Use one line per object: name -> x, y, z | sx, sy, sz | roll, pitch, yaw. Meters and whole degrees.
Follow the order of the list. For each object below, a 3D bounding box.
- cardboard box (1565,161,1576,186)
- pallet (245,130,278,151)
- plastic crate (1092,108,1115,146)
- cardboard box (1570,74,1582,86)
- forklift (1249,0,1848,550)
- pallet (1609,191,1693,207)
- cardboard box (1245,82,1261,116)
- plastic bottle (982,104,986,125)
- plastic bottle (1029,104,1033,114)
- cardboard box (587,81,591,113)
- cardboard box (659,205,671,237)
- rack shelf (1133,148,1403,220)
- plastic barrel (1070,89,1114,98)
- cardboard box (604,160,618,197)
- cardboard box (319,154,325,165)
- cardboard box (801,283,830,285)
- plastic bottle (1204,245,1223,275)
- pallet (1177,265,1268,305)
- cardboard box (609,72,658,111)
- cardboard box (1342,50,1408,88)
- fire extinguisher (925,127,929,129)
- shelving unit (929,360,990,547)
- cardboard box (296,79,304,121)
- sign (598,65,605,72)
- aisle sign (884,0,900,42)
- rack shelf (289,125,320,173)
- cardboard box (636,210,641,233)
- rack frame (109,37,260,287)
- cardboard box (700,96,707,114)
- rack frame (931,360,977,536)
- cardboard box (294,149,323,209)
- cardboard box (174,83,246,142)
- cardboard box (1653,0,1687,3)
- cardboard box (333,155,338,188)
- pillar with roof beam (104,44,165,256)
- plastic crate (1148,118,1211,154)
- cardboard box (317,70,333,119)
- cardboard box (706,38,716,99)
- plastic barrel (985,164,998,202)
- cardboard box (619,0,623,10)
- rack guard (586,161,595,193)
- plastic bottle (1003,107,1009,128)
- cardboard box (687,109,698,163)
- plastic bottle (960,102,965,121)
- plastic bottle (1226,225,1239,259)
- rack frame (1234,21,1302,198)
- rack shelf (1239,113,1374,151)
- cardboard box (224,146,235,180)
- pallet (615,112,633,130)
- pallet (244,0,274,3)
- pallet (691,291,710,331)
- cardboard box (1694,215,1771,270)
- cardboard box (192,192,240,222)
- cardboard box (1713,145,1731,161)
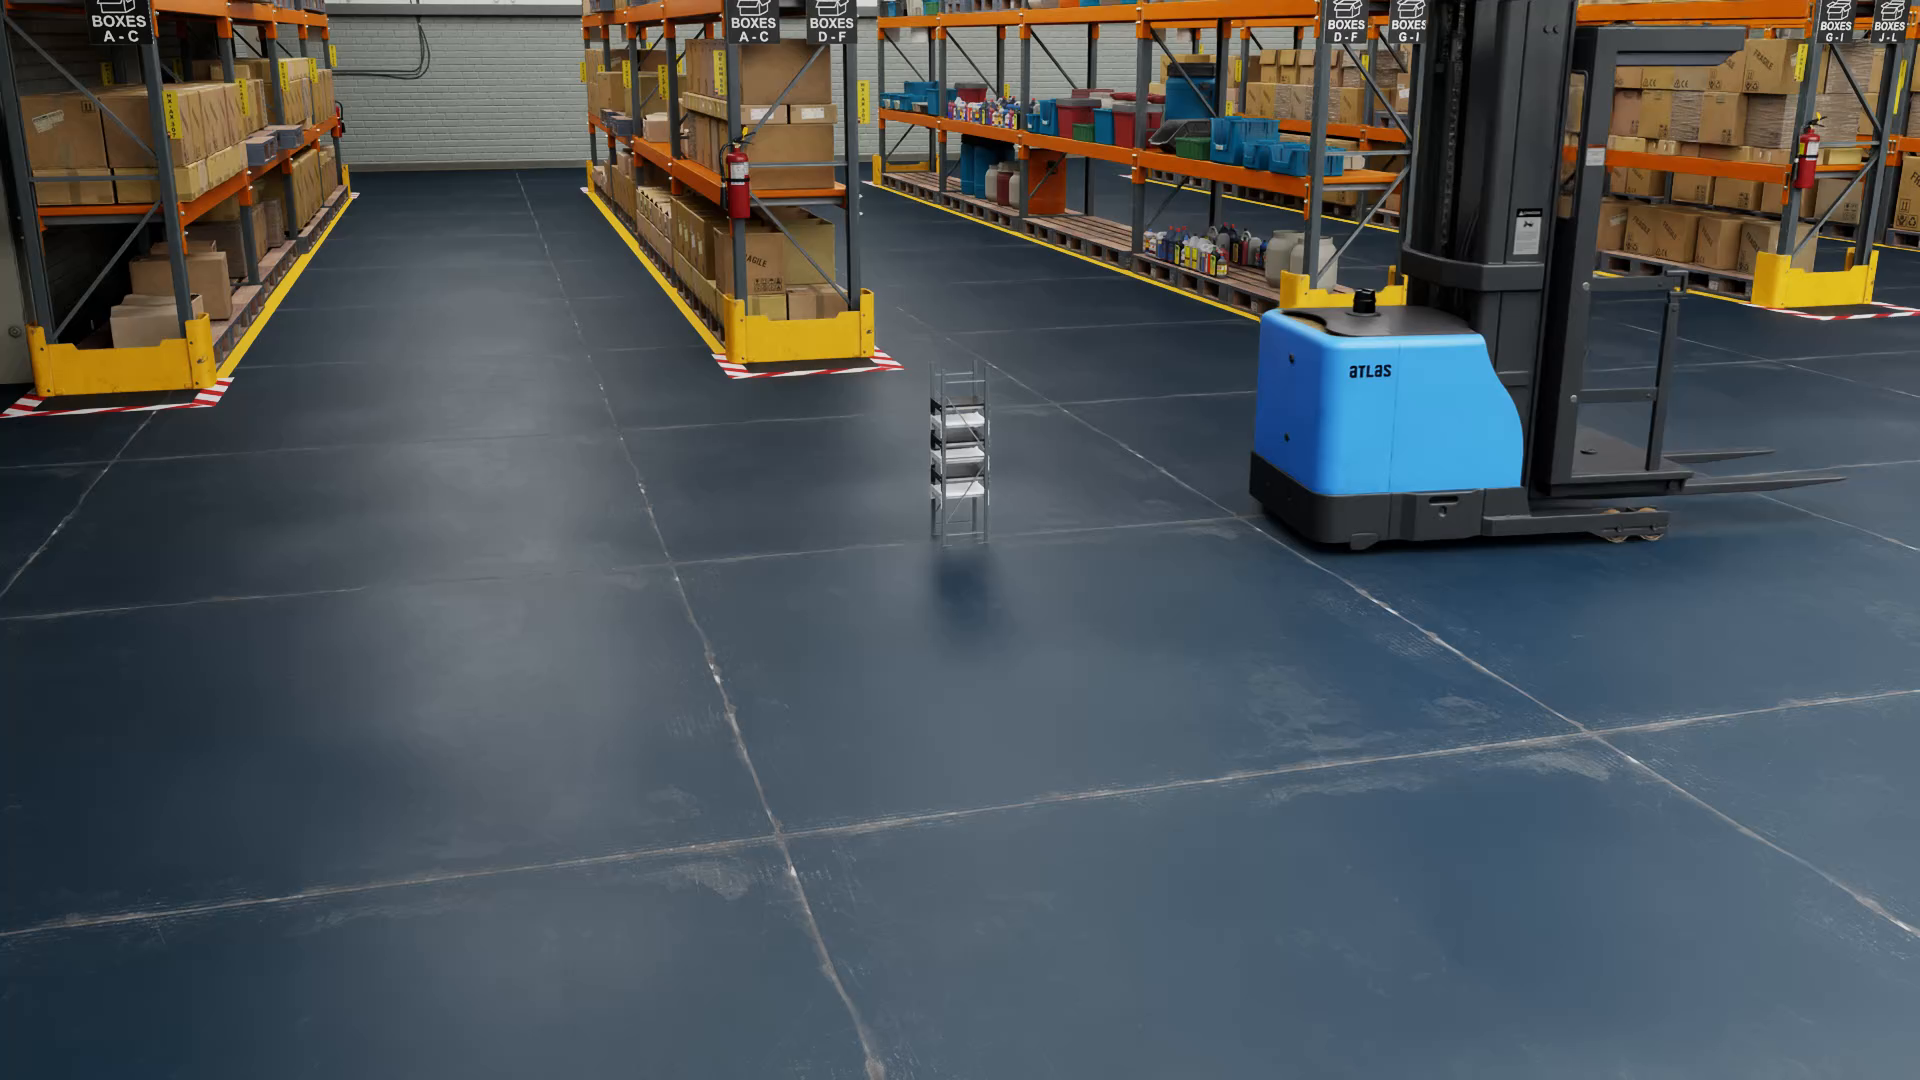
cardboard box -> 9.988, -5.873, 26.405 | 0.500, 0.500, 0.500 | -4, 17, -14
pallet -> -7.666, -4.103, 17.230 | 1.003, 0.211, 1.213 | -5, 17, -15
plastic crate -> 1.773, -4.689, 18.875 | 0.392, 0.384, 0.575 | -5, 17, -15
cardboard box -> 7.017, -5.332, 18.560 | 0.500, 0.500, 0.500 | -5, 17, -15
forklift -> 3.138, -1.537, 8.475 | 3.031, 2.935, 1.130 | -3, 17, -9
pallet -> 10.621, -5.159, 25.259 | 1.003, 0.211, 1.213 | -5, 17, -15
cardboard box -> 4.825, -6.921, 26.105 | 0.500, 0.500, 0.500 | -5, 17, -15
plastic bottle -> 0.353, -5.949, 23.245 | 0.061, 0.283, 0.133 | -5, 17, -15
plastic bottle -> 0.937, -6.023, 23.374 | 0.144, 0.351, 0.185 | -5, 17, -15
cardboard box -> -5.818, -7.249, 27.196 | 0.500, 0.500, 0.500 | -4, 17, -14
cardboard box -> -2.925, -3.411, 17.668 | 0.500, 0.311, 0.500 | -4, 17, -14
rack shelf -> 2.925, -3.518, 16.200 | 1.077, 0.370, 4.000 | -5, 17, -15
plastic barrel -> 1.695, -5.483, 21.255 | 0.600, 0.536, 0.708 | -5, 17, -15
cardboard box -> -5.017, -5.387, 24.751 | 0.500, 0.500, 0.500 | -5, 17, -15
cardboard box -> -9.375, -5.484, 23.983 | 0.380, 0.149, 0.250 | -4, 17, -13
cardboard box -> -1.364, -2.107, 14.302 | 0.500, 0.250, 0.500 | -5, 17, -15
plastic bottle -> 2.505, -2.761, 16.399 | 0.152, 0.276, 0.135 | -5, 17, -15
pallet -> 2.858, -2.553, 16.585 | 1.003, 0.211, 1.213 | -5, 17, -15
cardboard box -> -4.422, -6.153, 22.819 | 0.700, 0.500, 0.500 | -2, 17, -6
cardboard box -> 5.853, -6.646, 23.445 | 0.797, 0.503, 0.637 | -4, 17, -13
fire extinguisher -> -0.527, -7.597, 29.312 | 0.296, 0.674, 0.183 | -5, 17, -15
shelving unit -> -0.002, -0.433, 8.330 | 0.258, 0.900, 0.210 | -5, 17, -15
cardboard box -> -8.558, -5.520, 20.889 | 0.500, 0.500, 0.500 | -4, 17, -14
sign -> -5.107, -6.608, 23.731 | 0.100, 0.325, 0.005 | -5, 17, -15
aisle sign -> -1.228, -8.977, 28.603 | 0.394, 0.787, 0.004 | -5, 17, -15
rack shelf -> -8.799, -4.948, 20.960 | 1.077, 0.370, 4.000 | -5, 17, -15
cardboard box -> -3.626, -3.848, 20.097 | 0.500, 0.250, 0.500 | -5, 17, -15
rack frame -> -7.151, -3.633, 15.331 | 1.000, 3.000, 0.127 | -5, 17, -15
cardboard box -> -2.143, -3.938, 15.047 | 0.380, 0.149, 0.250 | -5, 17, -17
rack frame -> -0.030, -0.461, 8.424 | 0.240, 0.900, 0.006 | -5, 17, -15
cardboard box -> -9.045, -4.847, 22.382 | 0.750, 0.750, 0.750 | -4, 17, -15
cardboard box -> -6.723, -3.823, 14.888 | 0.500, 0.500, 0.500 | -5, 17, -15
cardboard box -> 7.444, -5.598, 16.921 | 0.500, 0.250, 0.500 | -5, 17, -16
cardboard box -> -10.160, -5.770, 26.062 | 0.700, 0.500, 0.500 | -5, 17, -15
pillar with roof beam -> -4.585, -7.525, 17.860 | 9.100, 9.000, 0.400 | -5, 17, -15
plastic crate -> 2.397, -4.231, 17.432 | 0.767, 0.338, 0.504 | -5, 17, -15
cardboard box -> -10.088, -6.755, 25.204 | 0.980, 0.700, 0.700 | -5, 17, -16
cardboard box -> -1.847, -4.156, 14.644 | 0.700, 0.500, 0.500 | -5, 17, -15
plastic barrel -> 0.573, -5.127, 23.902 | 0.421, 0.512, 0.421 | 0, 17, 0
cardboard box -> -3.780, -6.875, 20.738 | 0.910, 0.500, 0.500 | -5, 17, -15
rack guard -> -5.666, -6.126, 27.978 | 1.175, 0.500, 0.348 | -5, 17, -15
plastic bottle -> 0.623, -5.690, 22.404 | 0.097, 0.271, 0.097 | 0, 17, 0
cardboard box -> -2.261, -3.951, 16.217 | 0.700, 0.500, 0.500 | -5, 17, -17
plastic bottle -> 0.043, -6.273, 24.347 | 0.097, 0.271, 0.097 | 0, 17, 0
plastic bottle -> 2.882, -3.149, 17.563 | 0.144, 0.351, 0.185 | -6, 18, -18
rack frame -> 4.939, -7.020, 26.609 | 1.000, 3.000, 0.127 | -5, 17, -15
rack shelf -> 5.488, -6.123, 24.871 | 1.077, 0.370, 4.000 | -5, 17, -15
cardboard box -> -6.447, -3.187, 14.073 | 0.500, 0.250, 0.500 | -5, 17, -16
pallet -> -4.027, -5.577, 22.139 | 1.003, 0.211, 1.213 | -5, 17, -15
pallet -> -7.506, -5.445, 16.477 | 1.213, 0.211, 1.003 | -5, 17, -15
pallet -> -1.871, -2.128, 15.171 | 1.003, 0.211, 1.213 | -5, 17, -15
cardboard box -> 7.884, -3.042, 16.979 | 0.500, 0.500, 0.500 | 0, 17, -1
cardboard box -> -7.493, -3.329, 16.598 | 0.500, 0.250, 0.500 | -5, 17, -16
cardboard box -> 7.720, -3.848, 16.484 | 0.380, 0.149, 0.250 | -5, 17, -15
